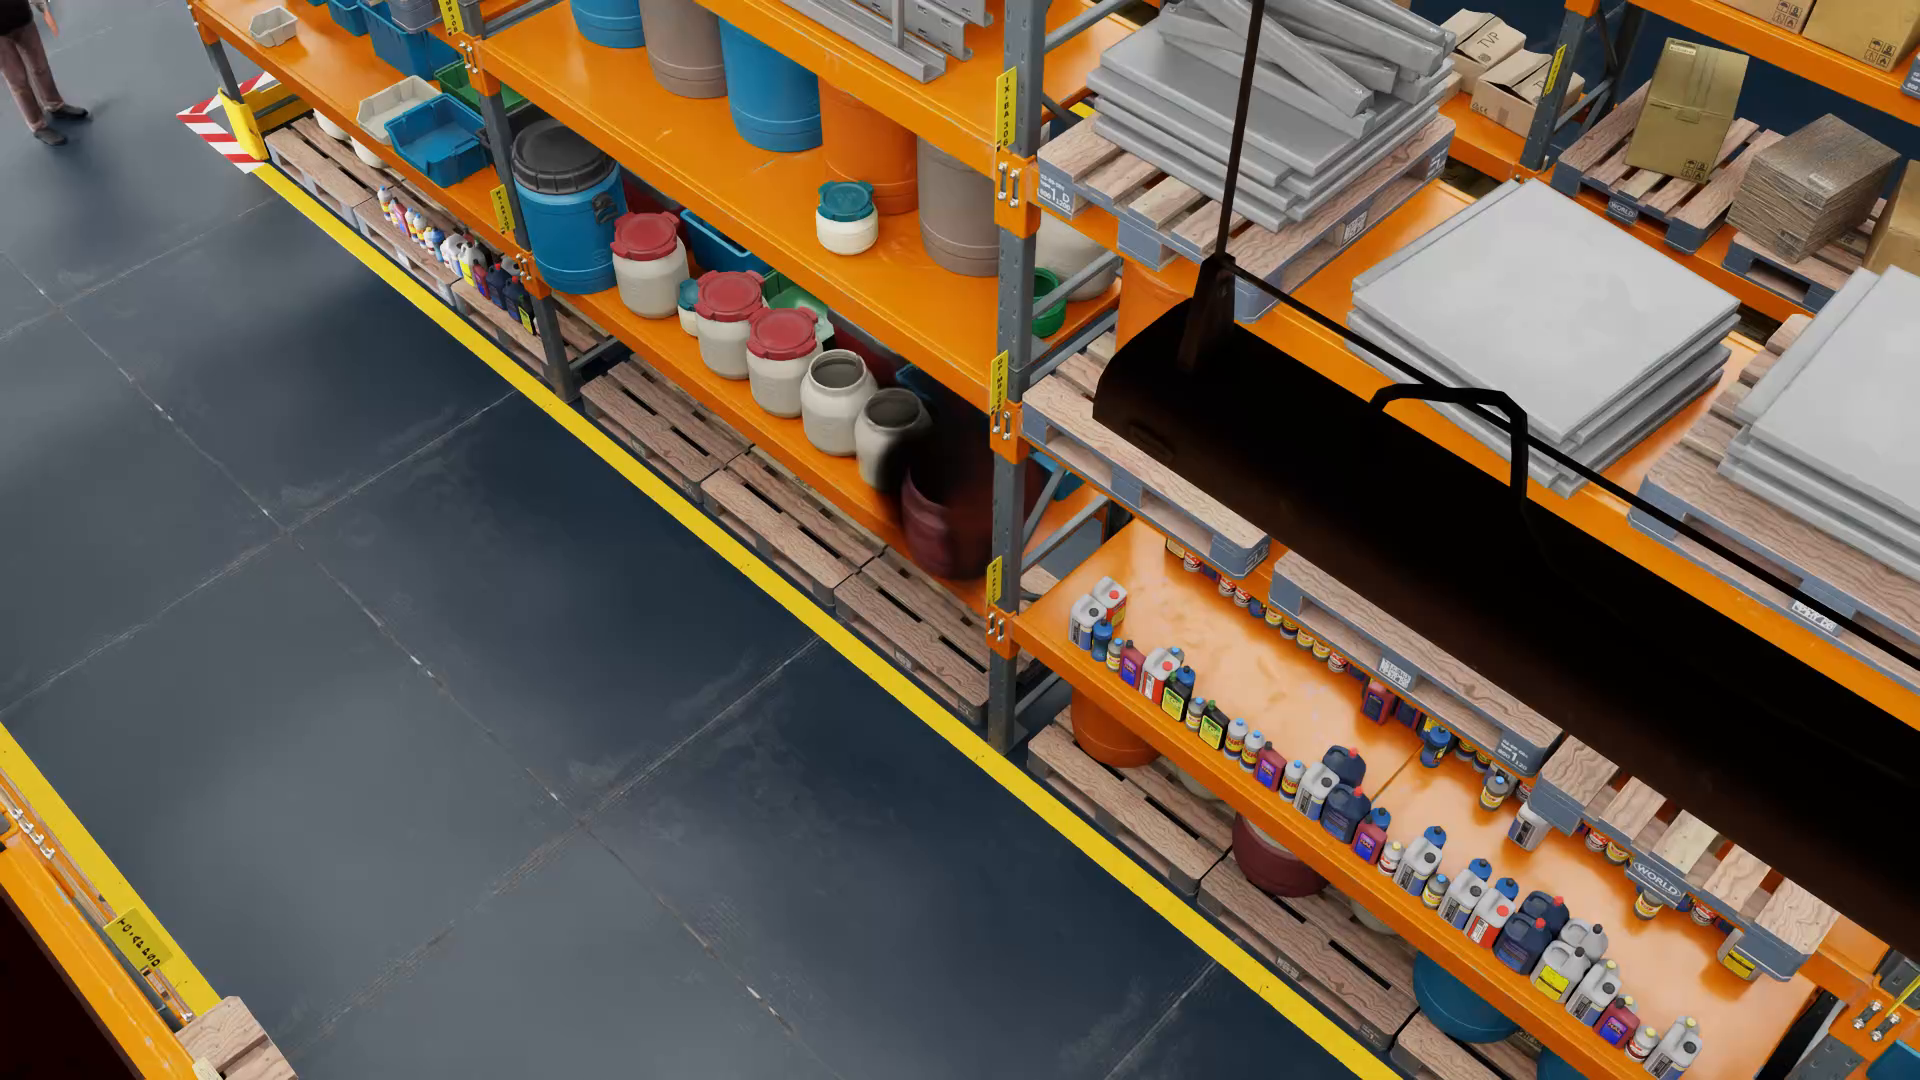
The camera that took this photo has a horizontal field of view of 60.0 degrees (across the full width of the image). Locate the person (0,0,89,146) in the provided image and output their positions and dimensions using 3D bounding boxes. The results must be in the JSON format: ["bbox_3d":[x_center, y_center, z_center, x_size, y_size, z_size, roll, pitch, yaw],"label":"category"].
[{"bbox_3d":[-7.108,-3.855,12.505,0.522,1.737,0.548,29,56,22],"label":"person"}]
